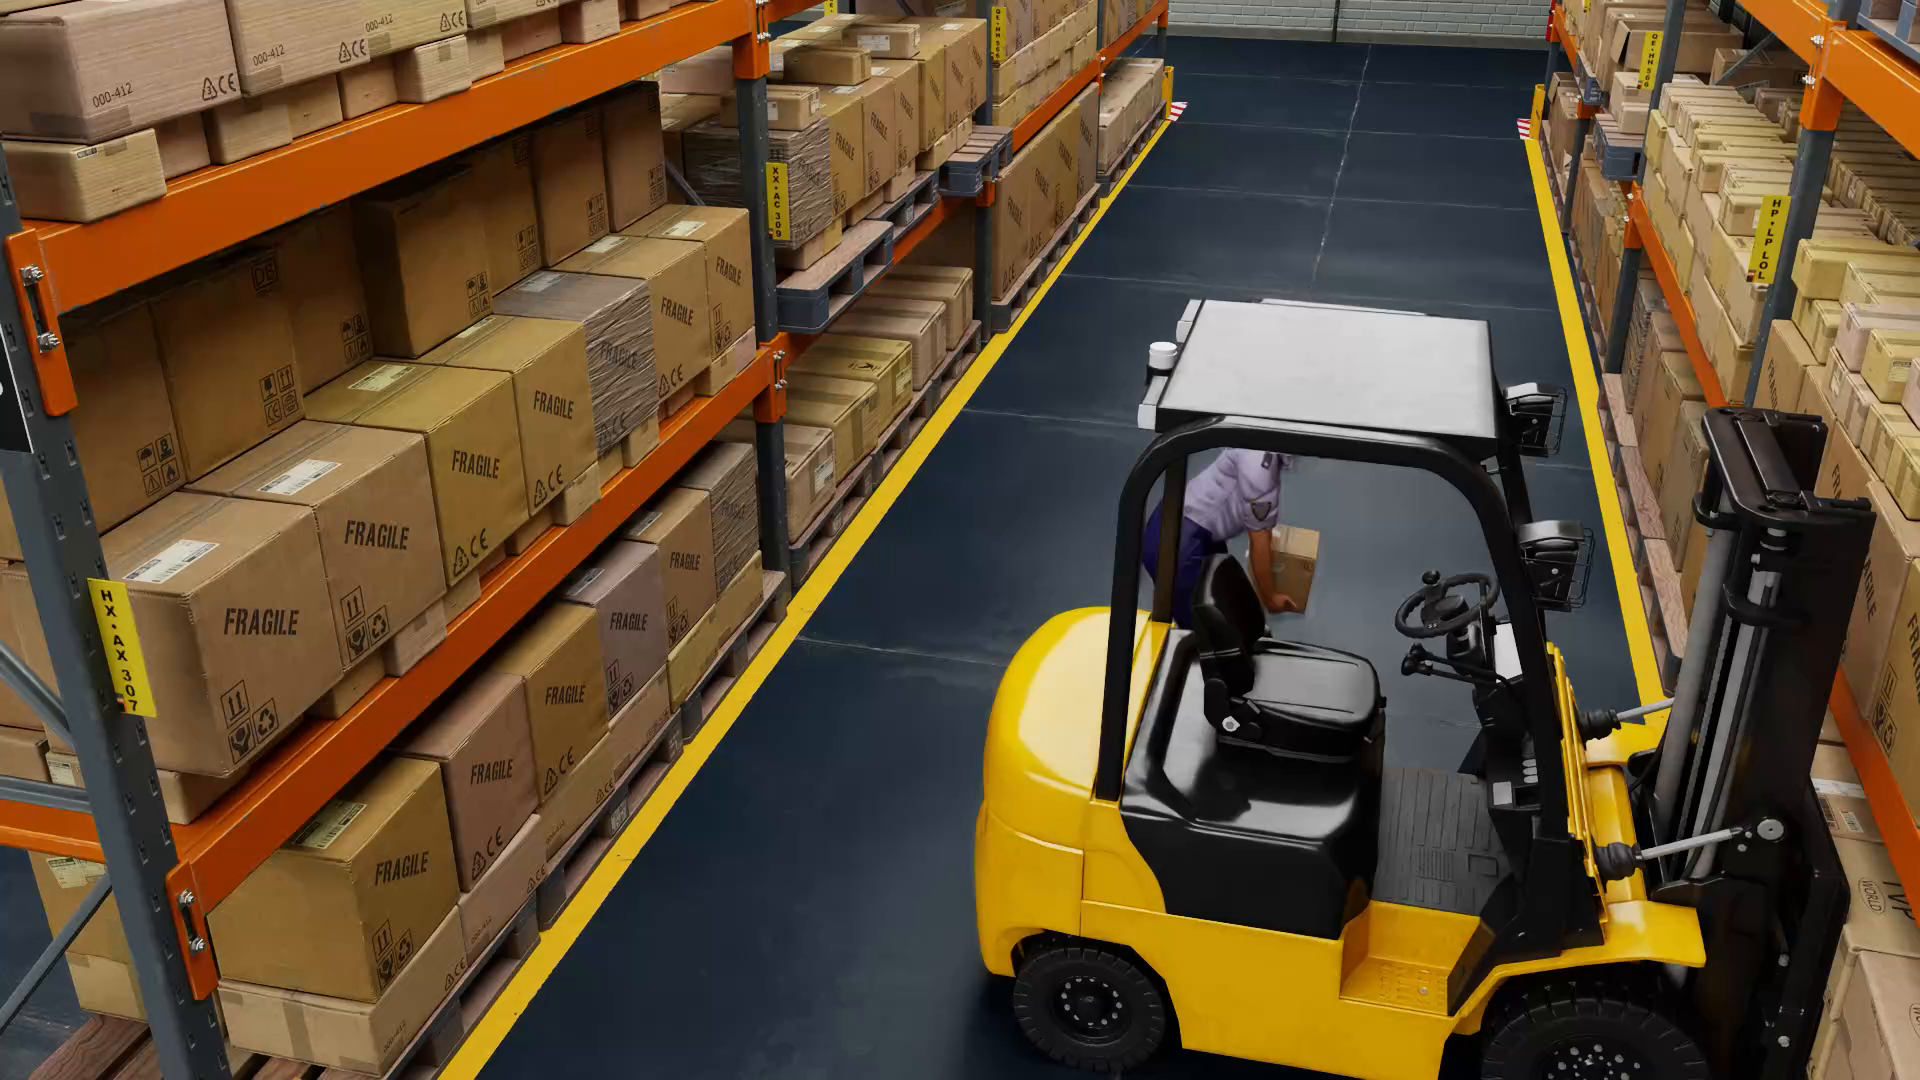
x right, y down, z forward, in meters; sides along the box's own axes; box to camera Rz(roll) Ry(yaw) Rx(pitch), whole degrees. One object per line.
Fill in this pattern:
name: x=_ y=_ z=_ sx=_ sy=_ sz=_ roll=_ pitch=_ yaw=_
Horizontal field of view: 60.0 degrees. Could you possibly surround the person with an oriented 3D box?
person: x=1.089 y=0.095 z=6.630 sx=0.645 sy=1.482 sz=0.450 roll=6 pitch=26 yaw=12
